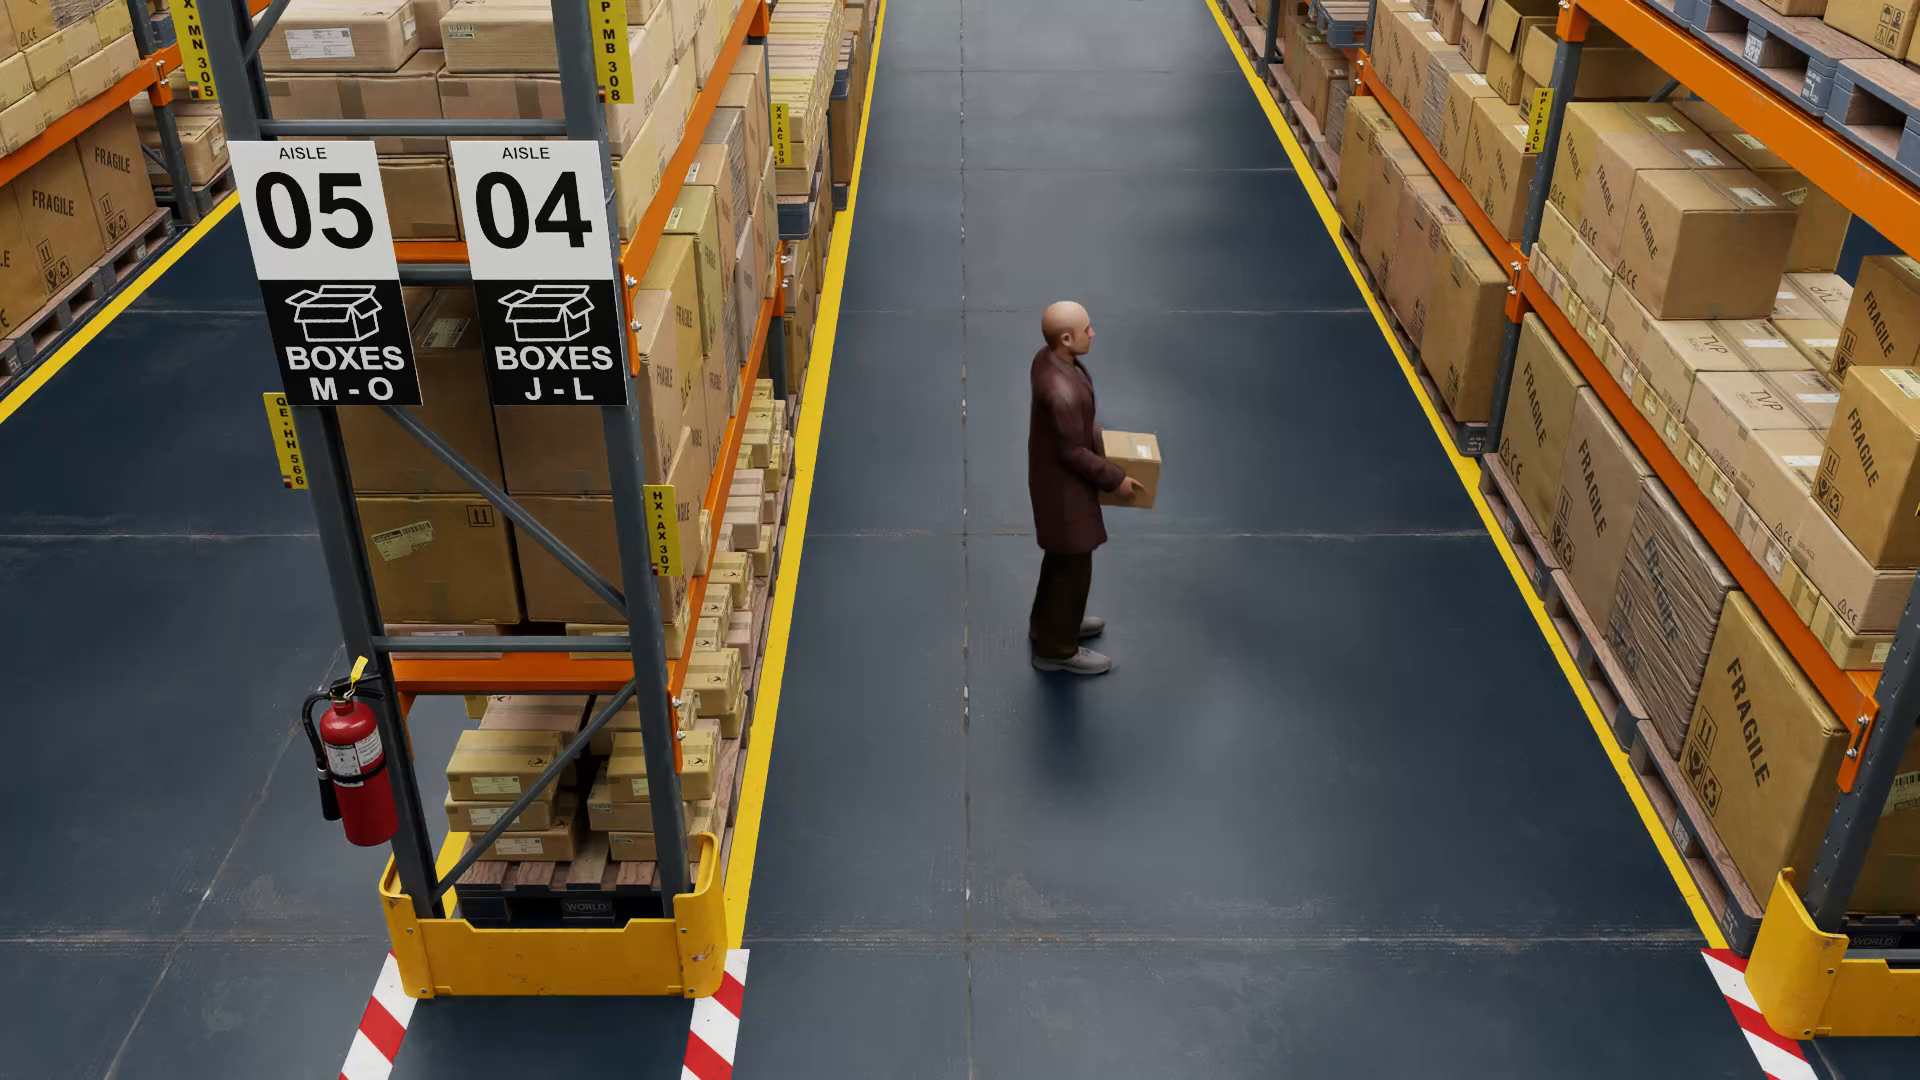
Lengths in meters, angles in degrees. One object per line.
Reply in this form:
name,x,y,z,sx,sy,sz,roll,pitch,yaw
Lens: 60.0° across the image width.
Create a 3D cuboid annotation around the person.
person,0.561,-0.244,7.545,0.508,1.782,0.563,0,31,-1
